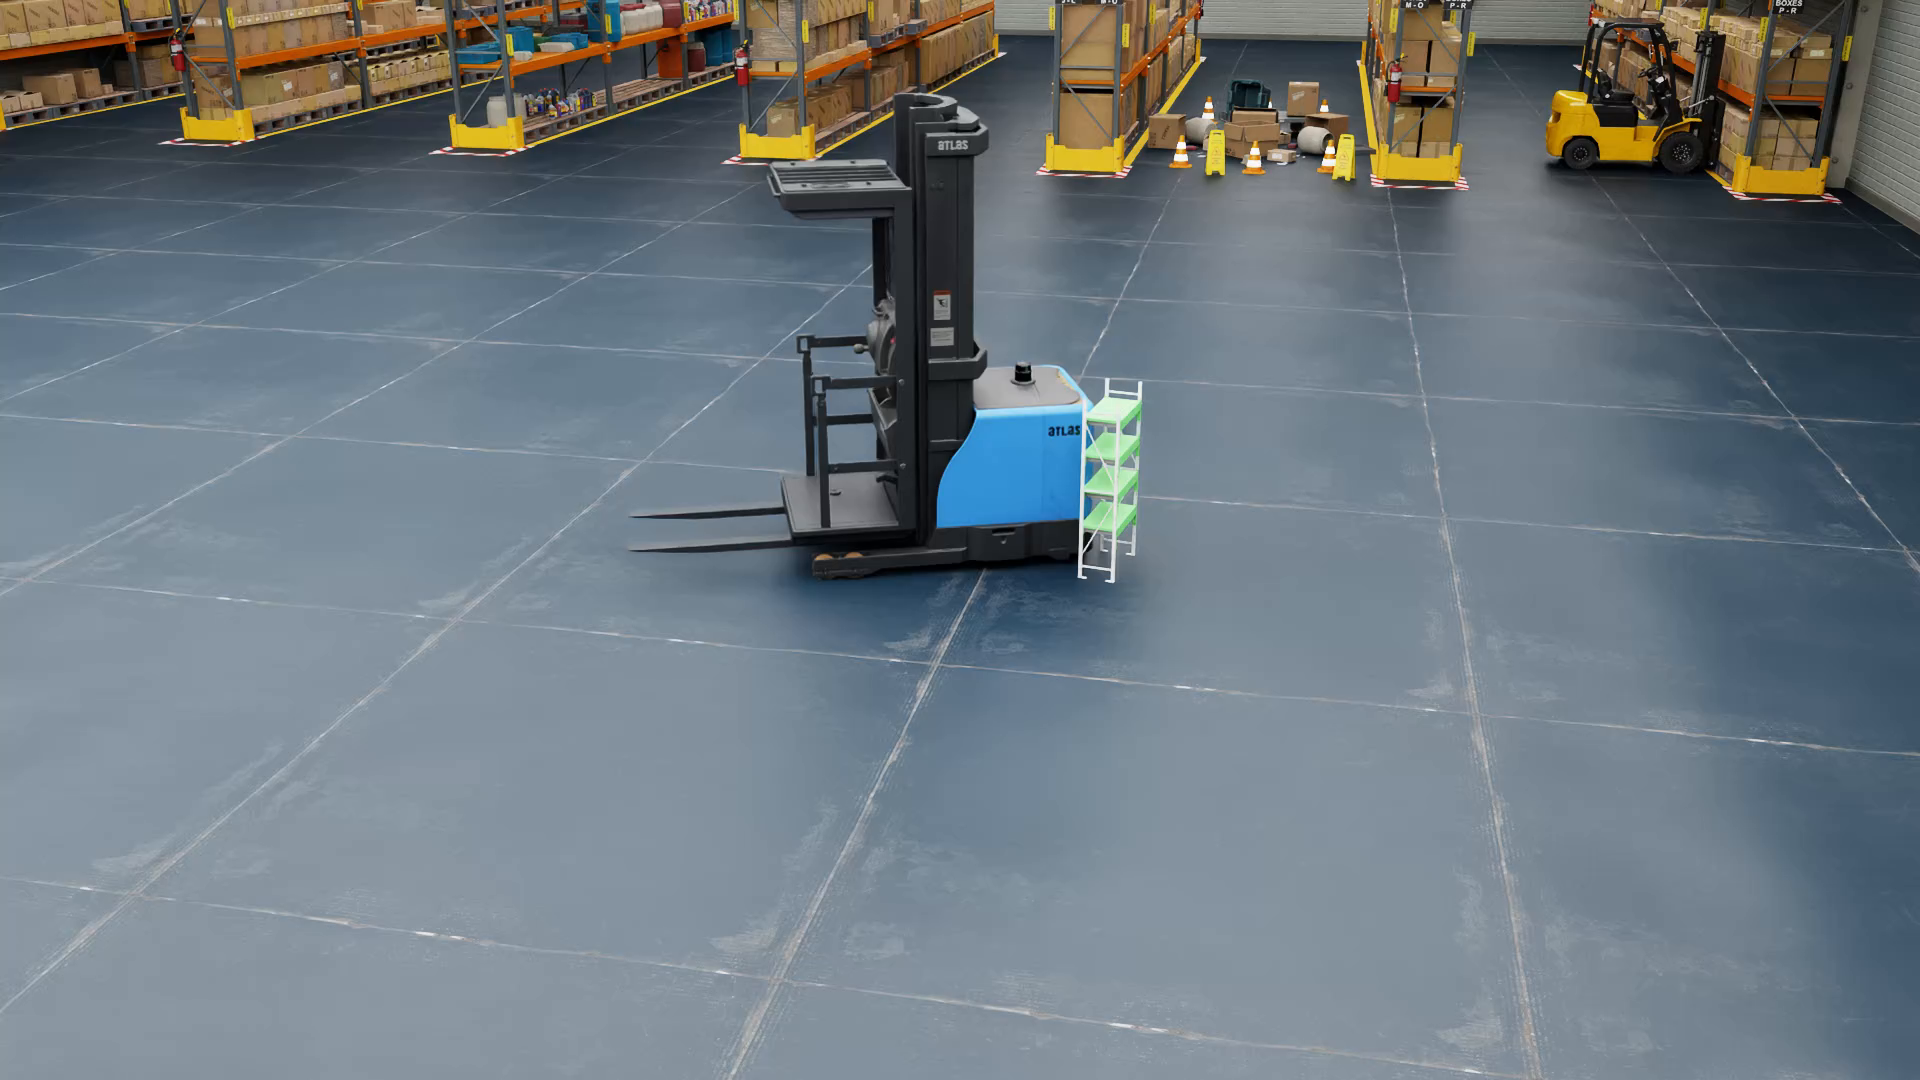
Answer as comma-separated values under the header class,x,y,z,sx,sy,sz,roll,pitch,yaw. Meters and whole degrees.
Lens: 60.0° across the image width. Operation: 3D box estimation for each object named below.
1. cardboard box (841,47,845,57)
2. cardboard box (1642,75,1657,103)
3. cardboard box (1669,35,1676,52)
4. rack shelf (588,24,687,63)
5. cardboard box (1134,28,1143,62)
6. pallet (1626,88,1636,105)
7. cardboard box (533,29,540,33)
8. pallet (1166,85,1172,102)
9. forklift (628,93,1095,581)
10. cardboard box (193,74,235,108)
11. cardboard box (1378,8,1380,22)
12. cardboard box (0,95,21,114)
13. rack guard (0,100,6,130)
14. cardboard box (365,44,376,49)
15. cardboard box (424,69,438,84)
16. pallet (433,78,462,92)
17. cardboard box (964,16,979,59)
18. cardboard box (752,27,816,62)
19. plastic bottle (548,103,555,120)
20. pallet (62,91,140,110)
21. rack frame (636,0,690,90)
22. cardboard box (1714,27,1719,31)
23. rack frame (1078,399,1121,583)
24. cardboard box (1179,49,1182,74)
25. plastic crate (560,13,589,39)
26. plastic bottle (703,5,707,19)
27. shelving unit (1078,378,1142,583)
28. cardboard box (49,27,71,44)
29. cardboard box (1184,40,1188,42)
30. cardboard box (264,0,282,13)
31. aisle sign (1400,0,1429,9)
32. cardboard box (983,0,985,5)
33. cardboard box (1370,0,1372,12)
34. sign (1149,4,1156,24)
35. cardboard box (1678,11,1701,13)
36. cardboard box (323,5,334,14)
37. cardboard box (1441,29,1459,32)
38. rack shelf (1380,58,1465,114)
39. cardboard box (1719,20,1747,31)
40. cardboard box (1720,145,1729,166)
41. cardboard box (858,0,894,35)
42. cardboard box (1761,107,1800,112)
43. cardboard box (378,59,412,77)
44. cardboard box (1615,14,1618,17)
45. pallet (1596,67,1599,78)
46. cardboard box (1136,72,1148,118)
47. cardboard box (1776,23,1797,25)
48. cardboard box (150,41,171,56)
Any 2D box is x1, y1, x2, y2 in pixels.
class,x,y,z,sx,sy,sz,roll,pitch,yaw
cardboard box,-2.168,-8.287,28.251,0.380,0.149,0.250,4,22,11
cardboard box,13.146,-8.495,31.214,0.500,0.500,0.500,5,22,12
cardboard box,12.734,-8.703,29.148,0.500,0.250,0.500,4,22,9
rack shelf,-6.549,-9.733,32.469,1.077,0.370,4.000,4,22,11
cardboard box,2.573,-8.274,27.681,0.875,0.550,0.550,4,22,11
pallet,13.710,-8.710,32.697,1.003,0.211,1.213,4,22,11
cardboard box,-10.334,-11.915,39.680,0.500,0.500,0.500,4,22,11
pallet,3.704,-8.998,33.413,1.003,0.211,1.213,4,22,11
forklift,-0.684,-1.309,10.681,3.031,2.935,1.130,-4,22,-9
cardboard box,-12.803,-7.738,28.665,0.500,0.500,0.500,4,22,11
cardboard box,8.260,-10.024,31.760,0.500,0.250,0.500,4,22,11
cardboard box,-17.242,-7.831,29.792,0.500,0.311,0.500,2,22,5
rack guard,-17.456,-7.496,29.297,1.175,0.500,0.348,4,22,11
cardboard box,-14.770,-12.317,40.706,0.700,0.500,0.500,5,22,12
cardboard box,-11.065,-9.513,34.078,0.500,0.250,0.500,5,22,12
pallet,-11.195,-9.586,34.872,1.003,0.211,1.213,4,22,11
cardboard box,-0.079,-11.657,38.565,0.875,0.875,0.875,4,22,11
cardboard box,-2.785,-7.878,26.368,0.875,0.500,0.500,4,22,11
plastic bottle,-7.098,-7.450,28.901,0.097,0.271,0.097,0,22,0
pallet,-16.758,-8.549,32.298,1.003,0.211,1.213,4,22,11
rack frame,-6.141,-10.798,34.150,1.000,3.000,0.127,4,22,11
cardboard box,12.080,-7.981,26.154,0.380,0.149,0.250,5,22,12
rack frame,0.878,-0.299,10.491,0.240,1.200,0.015,8,23,19
cardboard box,4.455,-10.214,35.483,0.500,0.500,0.500,4,22,10
plastic crate,-7.158,-9.566,31.004,0.402,0.464,0.583,4,22,11
plastic bottle,-5.455,-11.297,35.545,0.061,0.283,0.133,4,22,11
shelving unit,0.966,-0.384,10.702,0.258,1.200,0.503,8,23,19
cardboard box,-16.754,-9.283,30.563,0.500,0.250,0.500,5,22,11
cardboard box,4.976,-11.297,37.846,0.380,0.149,0.250,5,22,11
cardboard box,-12.299,-9.466,28.972,0.700,0.500,0.500,5,22,11
aisle sign,6.481,-7.945,23.586,0.394,0.787,0.004,4,22,11
cardboard box,0.383,-12.701,39.211,0.380,0.149,0.250,4,22,10
cardboard box,9.466,-12.112,37.279,0.500,0.500,0.500,4,22,11
sign,3.271,-8.939,28.270,0.100,0.325,0.005,4,22,11
cardboard box,12.773,-9.157,29.073,0.380,0.149,0.250,5,22,11
cardboard box,-11.754,-9.760,30.569,0.380,0.149,0.250,4,22,9
cardboard box,7.447,-7.639,25.773,0.500,0.500,0.500,4,22,10
rack shelf,7.185,-7.137,26.023,1.077,0.370,4.000,4,22,11
cardboard box,11.937,-7.934,25.638,0.380,0.149,0.250,5,22,12
cardboard box,11.535,-5.659,24.508,0.500,0.250,0.500,4,22,11
cardboard box,-1.809,-9.711,30.085,1.000,1.000,1.000,5,22,11
cardboard box,12.132,-6.272,24.692,0.500,0.250,0.500,4,22,11
cardboard box,-11.265,-9.398,33.042,0.500,0.311,0.500,4,22,9
cardboard box,13.965,-10.964,34.899,0.380,0.149,0.250,5,22,12
pallet,14.474,-10.156,36.289,1.003,0.211,1.213,4,22,11
cardboard box,2.766,-7.928,29.473,1.050,0.750,0.750,4,22,11
cardboard box,12.391,-7.705,25.069,0.380,0.149,0.250,4,22,10
cardboard box,-16.332,-10.105,34.183,0.500,0.250,0.500,4,22,9
